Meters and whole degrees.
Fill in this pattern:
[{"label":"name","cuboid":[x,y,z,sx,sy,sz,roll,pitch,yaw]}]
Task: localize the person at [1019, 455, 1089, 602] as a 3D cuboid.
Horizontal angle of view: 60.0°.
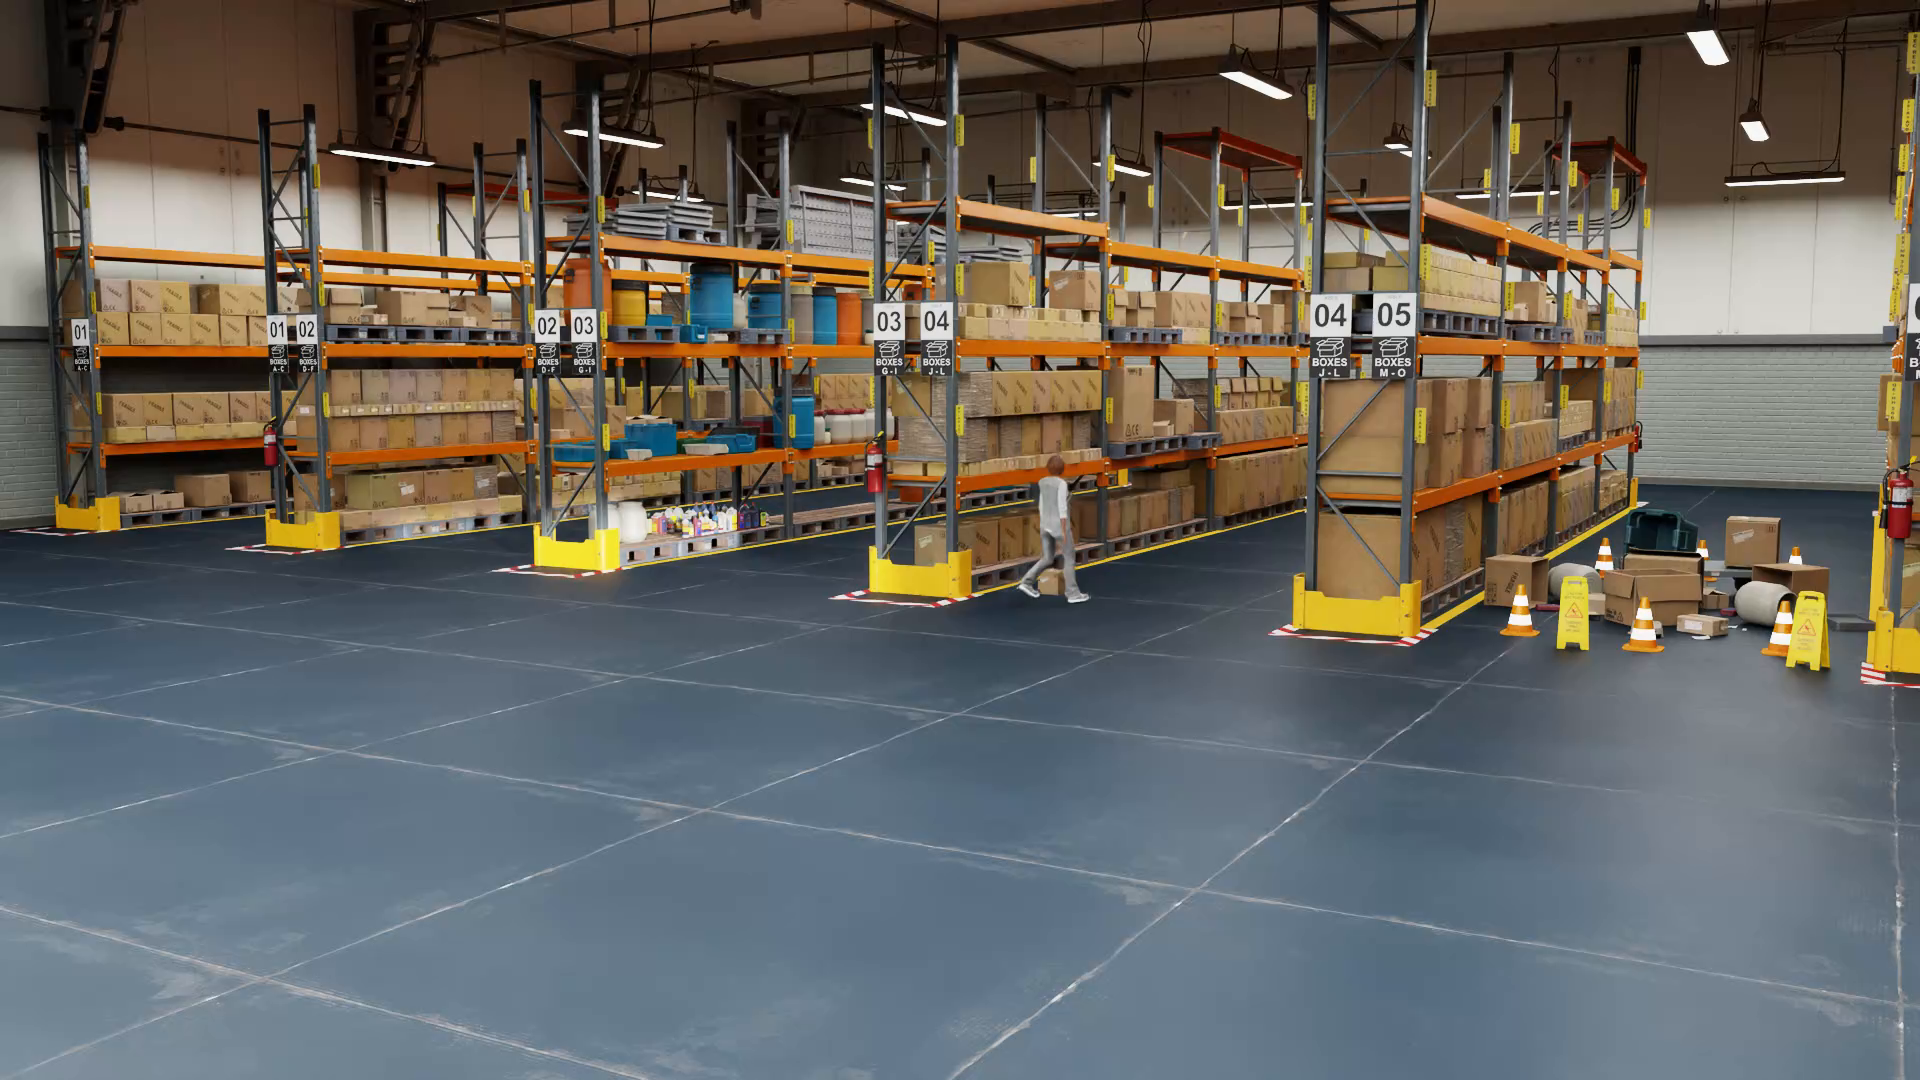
[{"label":"person","cuboid":[1.009,-0.113,17.627,0.764,1.563,0.447,-5,8,-39]}]
